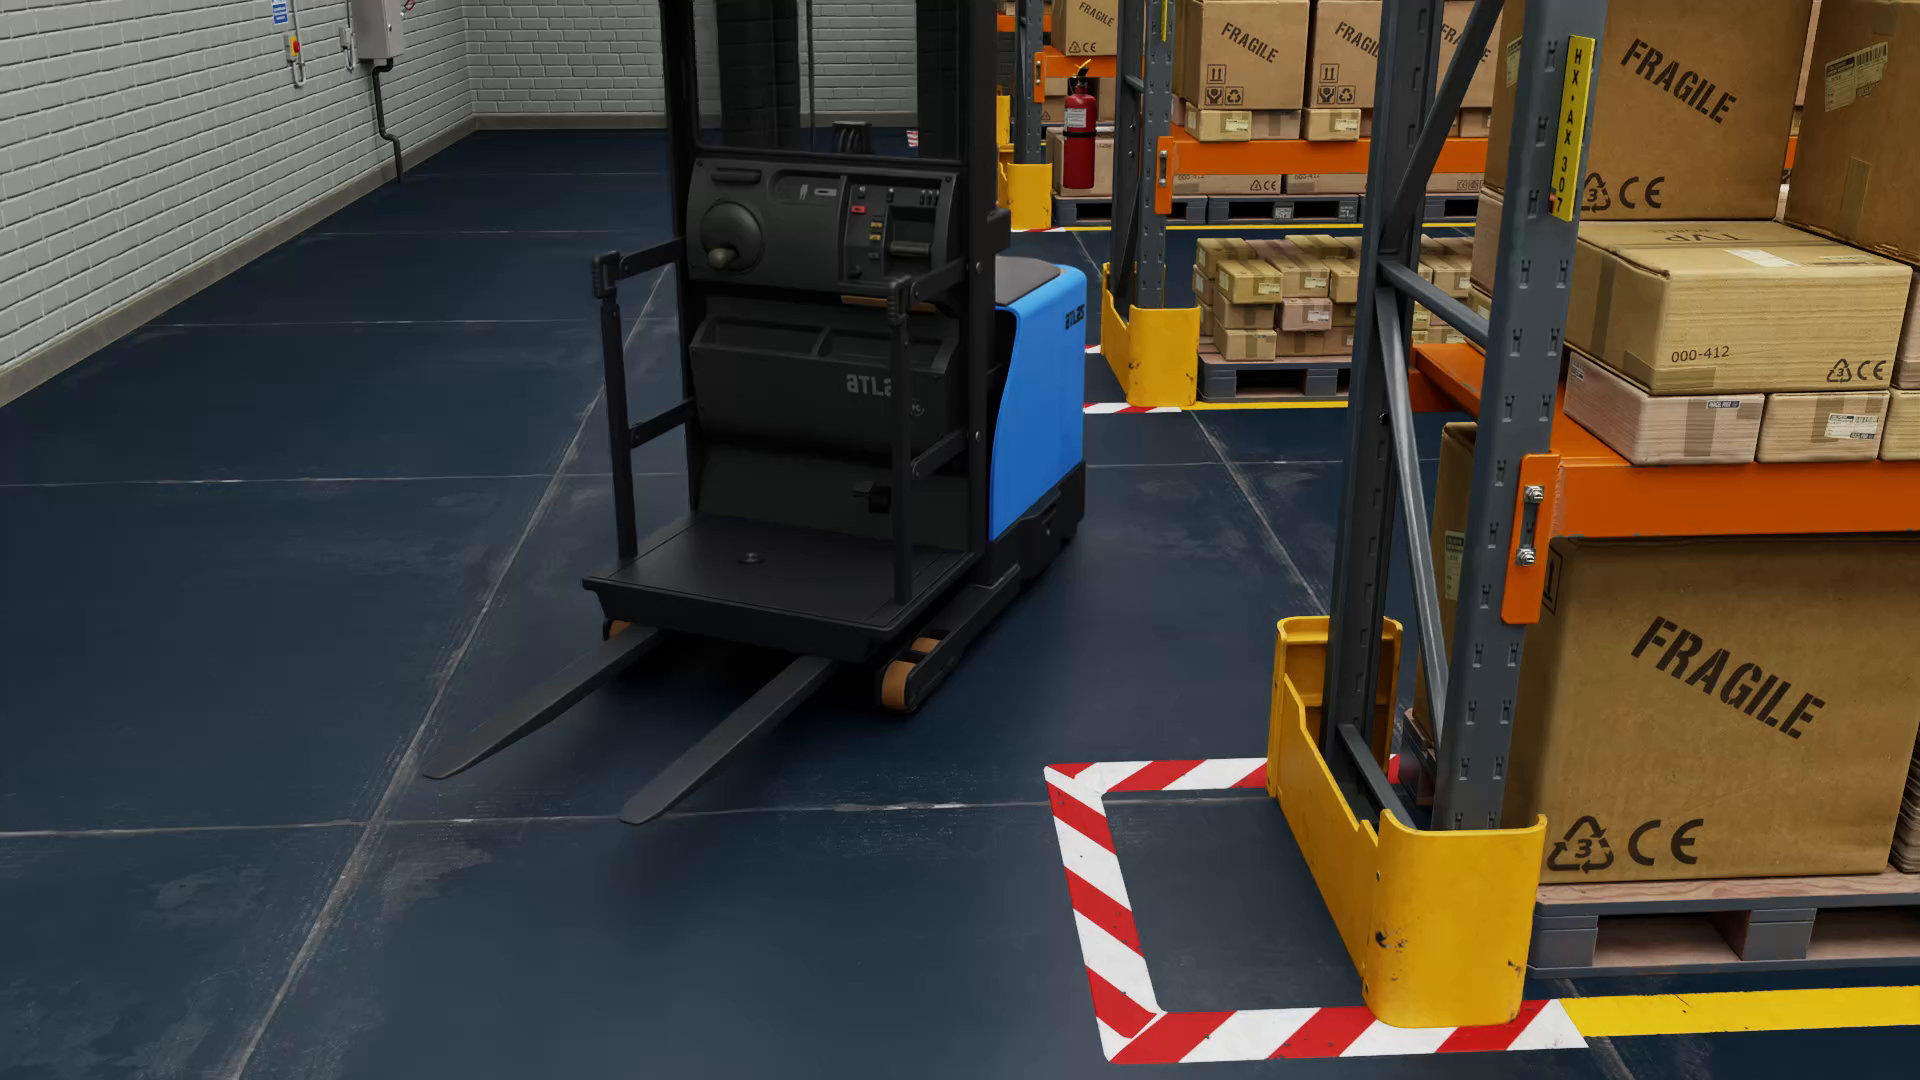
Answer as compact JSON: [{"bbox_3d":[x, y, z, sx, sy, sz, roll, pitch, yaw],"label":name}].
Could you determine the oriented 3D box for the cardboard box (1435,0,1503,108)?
[{"bbox_3d":[2.406,-2.400,8.152,0.500,0.500,0.500,-1,21,-2],"label":"cardboard box"}]

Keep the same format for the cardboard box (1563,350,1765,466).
[{"bbox_3d":[1.475,-0.287,3.512,0.250,0.149,0.380,-1,21,-2],"label":"cardboard box"}]

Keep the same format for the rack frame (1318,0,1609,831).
[{"bbox_3d":[1.102,-0.514,3.756,0.127,3.000,1.000,-1,21,-3],"label":"rack frame"}]

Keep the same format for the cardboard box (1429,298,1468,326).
[{"bbox_3d":[2.495,-1.228,8.630,0.250,0.149,0.380,-2,21,-6],"label":"cardboard box"}]

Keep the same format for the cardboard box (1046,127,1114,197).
[{"bbox_3d":[1.189,-3.082,13.512,0.875,0.438,0.875,-2,21,-5],"label":"cardboard box"}]

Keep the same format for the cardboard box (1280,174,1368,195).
[{"bbox_3d":[3.003,-3.122,13.615,0.875,0.438,0.875,-2,21,-5],"label":"cardboard box"}]

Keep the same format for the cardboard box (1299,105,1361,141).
[{"bbox_3d":[1.785,-2.057,8.162,0.250,0.149,0.380,-2,21,-5],"label":"cardboard box"}]

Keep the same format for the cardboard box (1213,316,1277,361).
[{"bbox_3d":[1.461,-1.039,8.551,0.250,0.149,0.380,-1,21,-2],"label":"cardboard box"}]

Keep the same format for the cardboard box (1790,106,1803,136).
[{"bbox_3d":[4.120,-2.125,8.340,0.250,0.149,0.380,0,21,-1],"label":"cardboard box"}]

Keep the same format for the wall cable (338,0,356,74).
[{"bbox_3d":[-5.185,-4.890,13.822,0.122,1.984,0.588,-1,21,-3],"label":"wall cable"}]

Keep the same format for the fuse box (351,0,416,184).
[{"bbox_3d":[-5.066,-4.059,14.877,0.414,1.711,0.539,-1,21,-3],"label":"fuse box"}]

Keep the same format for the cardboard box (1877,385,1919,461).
[{"bbox_3d":[1.987,-0.298,3.541,0.250,0.149,0.380,-2,21,-4],"label":"cardboard box"}]

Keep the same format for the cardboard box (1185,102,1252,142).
[{"bbox_3d":[1.262,-2.051,8.145,0.250,0.149,0.380,-1,21,-3],"label":"cardboard box"}]

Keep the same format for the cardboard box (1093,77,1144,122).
[{"bbox_3d":[1.721,-4.808,17.957,0.500,0.500,0.700,0,21,-1],"label":"cardboard box"}]

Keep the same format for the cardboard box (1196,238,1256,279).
[{"bbox_3d":[1.434,-1.521,8.981,0.250,0.149,0.380,-1,21,-2],"label":"cardboard box"}]

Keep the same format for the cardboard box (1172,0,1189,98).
[{"bbox_3d":[1.353,-2.565,8.583,0.500,0.500,0.500,-1,21,-2],"label":"cardboard box"}]

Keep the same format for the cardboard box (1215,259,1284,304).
[{"bbox_3d":[1.462,-1.310,8.427,0.250,0.149,0.380,-2,21,-6],"label":"cardboard box"}]

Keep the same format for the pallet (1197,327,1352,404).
[{"bbox_3d":[1.809,-0.981,8.900,1.213,0.211,1.003,-1,21,-3],"label":"pallet"}]

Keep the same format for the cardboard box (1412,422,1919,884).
[{"bbox_3d":[1.736,0.241,4.168,0.875,0.875,0.875,-1,21,-3],"label":"cardboard box"}]

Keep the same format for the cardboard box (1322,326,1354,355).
[{"bbox_3d":[1.965,-1.081,8.661,0.250,0.149,0.380,-1,21,-2],"label":"cardboard box"}]

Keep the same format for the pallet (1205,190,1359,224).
[{"bbox_3d":[2.545,-2.799,13.677,1.213,0.211,1.003,-1,21,-3],"label":"pallet"}]

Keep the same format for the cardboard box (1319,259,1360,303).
[{"bbox_3d":[1.989,-1.318,8.448,0.250,0.149,0.380,-1,21,-3],"label":"cardboard box"}]

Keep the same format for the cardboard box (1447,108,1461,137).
[{"bbox_3d":[2.308,-2.108,8.295,0.250,0.149,0.380,-1,21,-4],"label":"cardboard box"}]

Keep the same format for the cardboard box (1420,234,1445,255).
[{"bbox_3d":[2.466,-1.564,9.094,0.250,0.149,0.380,0,21,-1],"label":"cardboard box"}]

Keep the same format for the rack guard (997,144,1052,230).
[{"bbox_3d":[0.512,-2.866,13.446,0.348,0.500,1.175,-1,21,-3],"label":"rack guard"}]

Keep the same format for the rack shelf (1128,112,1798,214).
[{"bbox_3d":[2.916,-1.983,8.624,4.000,0.370,1.077,-1,21,-3],"label":"rack shelf"}]

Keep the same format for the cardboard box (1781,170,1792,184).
[{"bbox_3d":[6.938,-3.399,13.730,0.875,0.875,0.875,-1,21,-2],"label":"cardboard box"}]

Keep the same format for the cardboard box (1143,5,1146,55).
[{"bbox_3d":[1.535,-4.009,12.795,0.500,0.500,0.500,-1,21,-4],"label":"cardboard box"}]

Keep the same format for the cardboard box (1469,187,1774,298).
[{"bbox_3d":[1.570,-0.687,4.003,0.500,0.250,0.500,-1,21,-4],"label":"cardboard box"}]

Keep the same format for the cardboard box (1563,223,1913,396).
[{"bbox_3d":[1.596,-0.497,3.504,0.500,0.250,0.500,-2,21,-4],"label":"cardboard box"}]

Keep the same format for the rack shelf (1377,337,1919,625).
[{"bbox_3d":[3.099,-0.219,3.991,4.000,0.370,1.077,-1,21,-3],"label":"rack shelf"}]

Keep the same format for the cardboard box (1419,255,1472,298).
[{"bbox_3d":[2.510,-1.355,8.544,0.250,0.149,0.380,0,21,-1],"label":"cardboard box"}]

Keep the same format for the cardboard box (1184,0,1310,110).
[{"bbox_3d":[1.384,-2.375,8.085,0.500,0.500,0.500,0,21,0],"label":"cardboard box"}]

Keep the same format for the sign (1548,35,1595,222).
[{"bbox_3d":[1.127,-0.759,3.070,0.005,0.325,0.100,-1,21,-3],"label":"sign"}]

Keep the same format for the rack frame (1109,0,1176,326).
[{"bbox_3d":[0.920,-2.278,8.389,0.127,3.000,1.000,-1,21,-3],"label":"rack frame"}]

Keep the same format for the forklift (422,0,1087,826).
[{"bbox_3d":[-0.531,-0.997,5.121,1.130,2.935,3.031,8,22,21],"label":"forklift"}]

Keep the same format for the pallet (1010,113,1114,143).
[{"bbox_3d":[1.121,-4.513,18.177,1.213,0.211,1.003,-1,21,-3],"label":"pallet"}]

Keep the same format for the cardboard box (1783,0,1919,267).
[{"bbox_3d":[2.096,-0.858,3.397,0.500,0.500,0.500,-2,21,-4],"label":"cardboard box"}]

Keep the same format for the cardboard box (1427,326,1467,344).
[{"bbox_3d":[2.476,-1.086,8.675,0.250,0.149,0.380,-1,21,-3],"label":"cardboard box"}]

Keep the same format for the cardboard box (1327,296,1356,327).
[{"bbox_3d":[1.973,-1.223,8.615,0.250,0.149,0.380,-1,21,-2],"label":"cardboard box"}]

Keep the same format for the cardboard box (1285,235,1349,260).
[{"bbox_3d":[1.939,-1.556,9.073,0.250,0.149,0.380,-2,21,-4],"label":"cardboard box"}]

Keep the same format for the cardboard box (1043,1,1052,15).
[{"bbox_3d":[0.844,-5.611,17.497,0.250,0.149,0.380,-1,21,-2],"label":"cardboard box"}]

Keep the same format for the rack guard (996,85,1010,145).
[{"bbox_3d":[0.325,-4.631,18.082,0.348,0.500,1.175,-1,21,-3],"label":"rack guard"}]

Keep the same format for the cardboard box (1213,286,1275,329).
[{"bbox_3d":[1.457,-1.201,8.557,0.250,0.149,0.380,0,21,-1],"label":"cardboard box"}]
